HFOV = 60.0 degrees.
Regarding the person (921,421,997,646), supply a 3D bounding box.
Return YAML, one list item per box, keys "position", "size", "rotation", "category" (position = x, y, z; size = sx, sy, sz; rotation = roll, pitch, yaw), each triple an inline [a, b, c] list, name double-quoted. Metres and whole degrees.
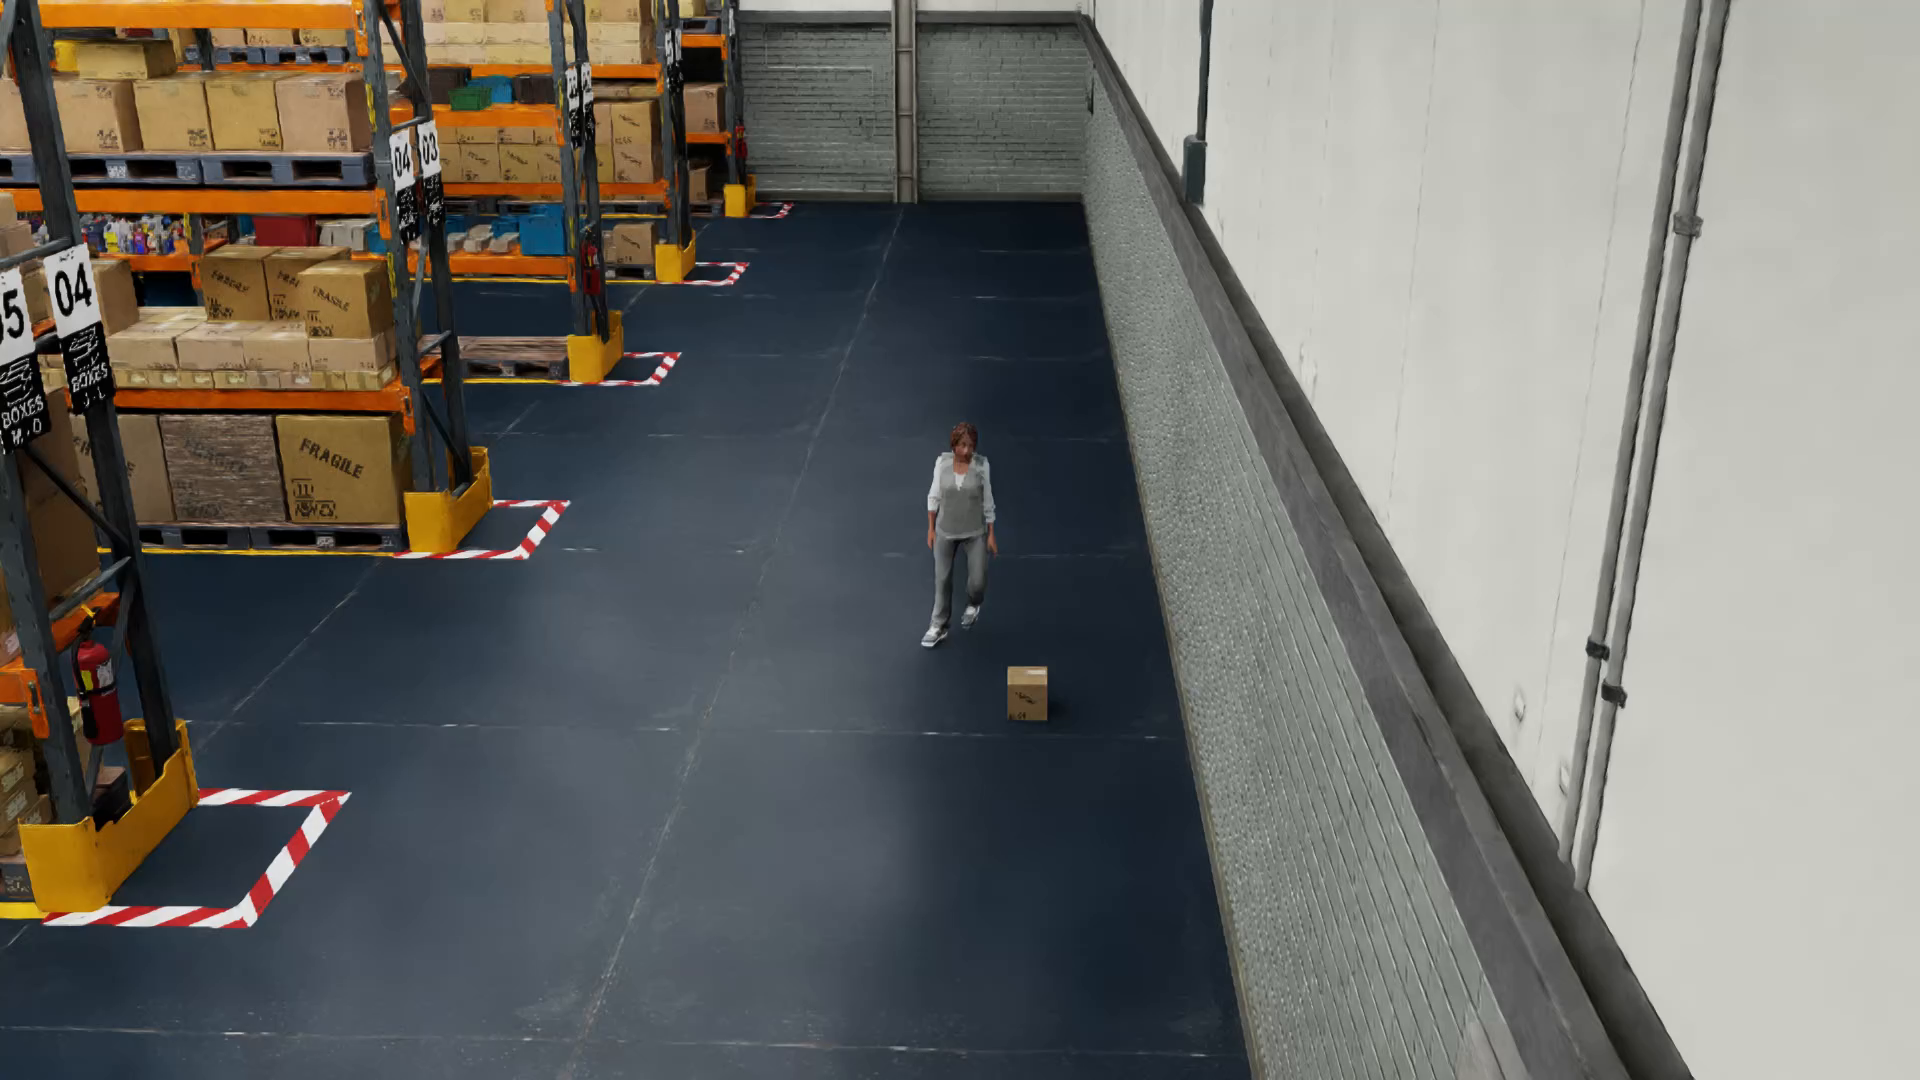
- position: [0.014, -0.053, 11.194]
  size: [0.510, 1.586, 0.457]
  rotation: [4, 21, 10]
  category: "person"
